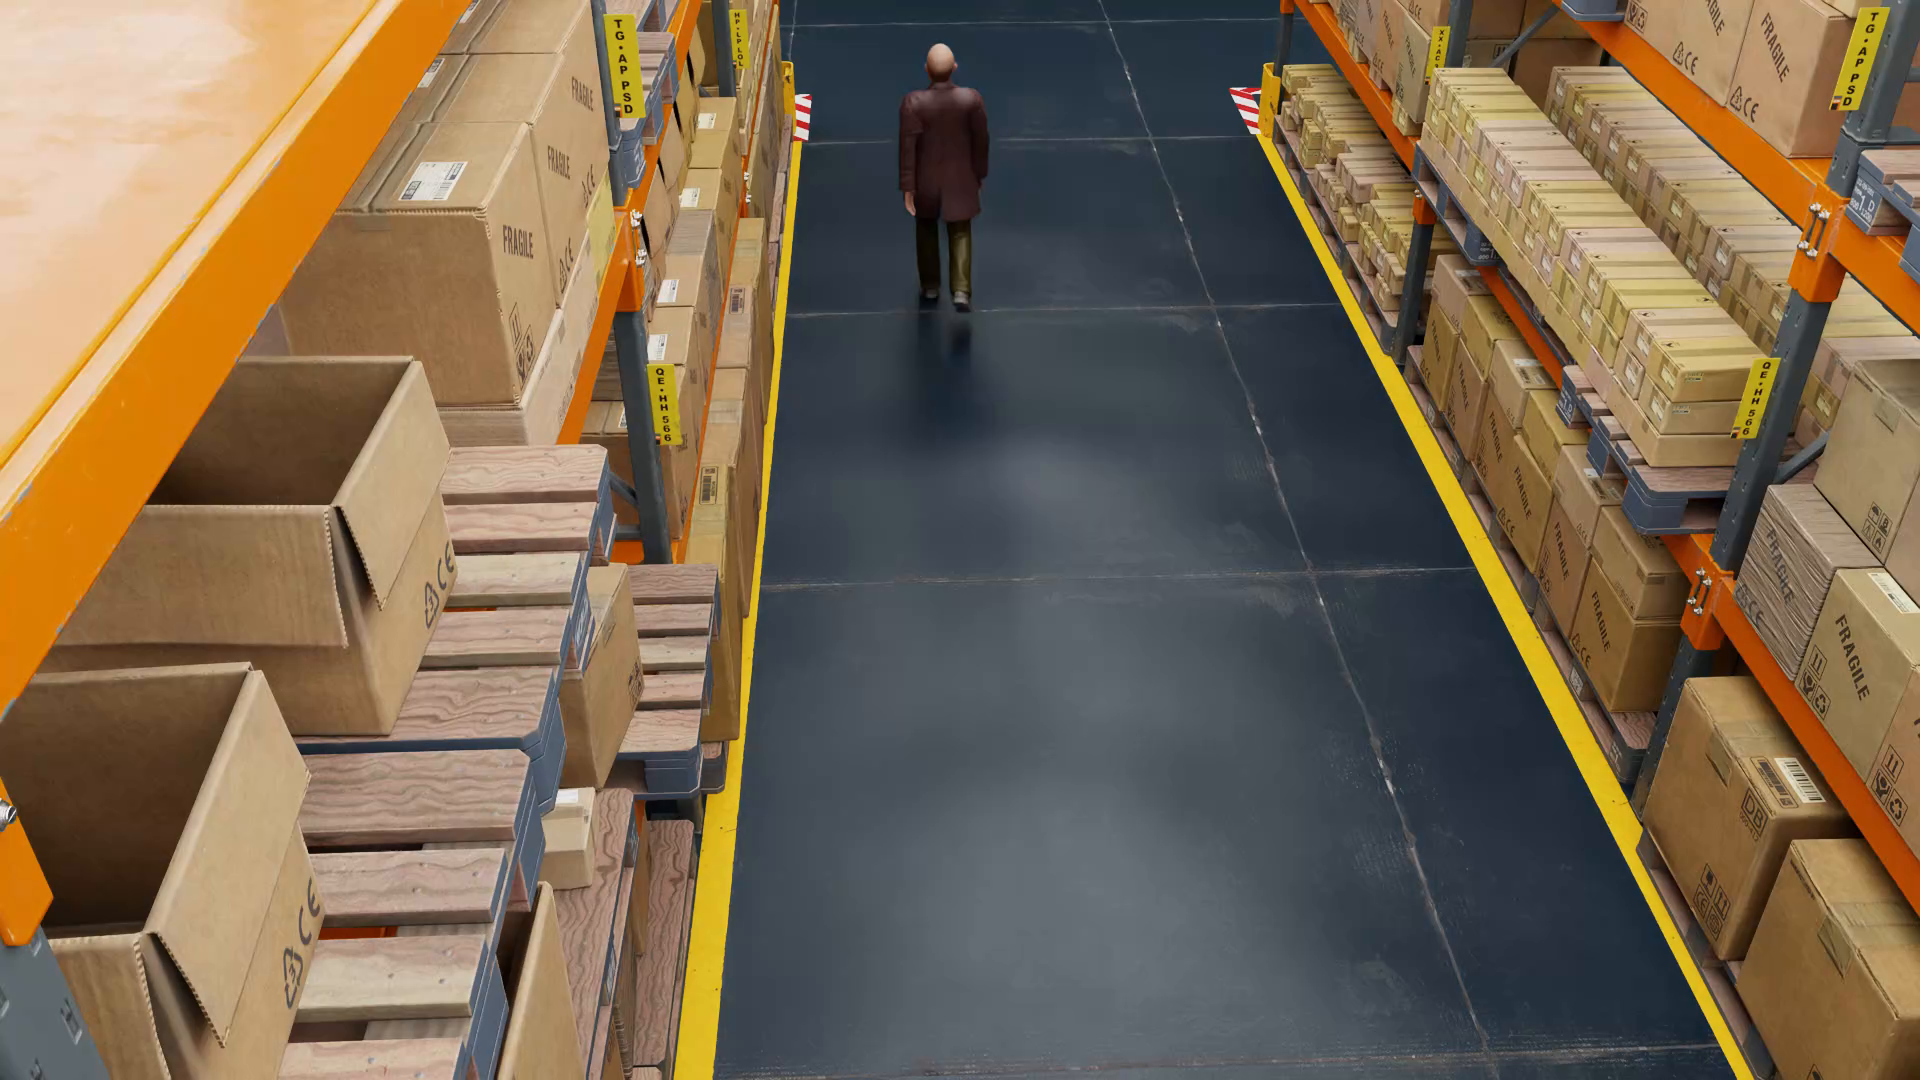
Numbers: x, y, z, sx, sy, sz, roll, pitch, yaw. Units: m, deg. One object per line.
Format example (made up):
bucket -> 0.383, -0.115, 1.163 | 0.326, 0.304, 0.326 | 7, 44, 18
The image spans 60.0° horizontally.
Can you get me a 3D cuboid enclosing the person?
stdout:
person -> -0.101, -2.253, 10.448 | 0.574, 1.748, 0.969 | -2, 35, -3
